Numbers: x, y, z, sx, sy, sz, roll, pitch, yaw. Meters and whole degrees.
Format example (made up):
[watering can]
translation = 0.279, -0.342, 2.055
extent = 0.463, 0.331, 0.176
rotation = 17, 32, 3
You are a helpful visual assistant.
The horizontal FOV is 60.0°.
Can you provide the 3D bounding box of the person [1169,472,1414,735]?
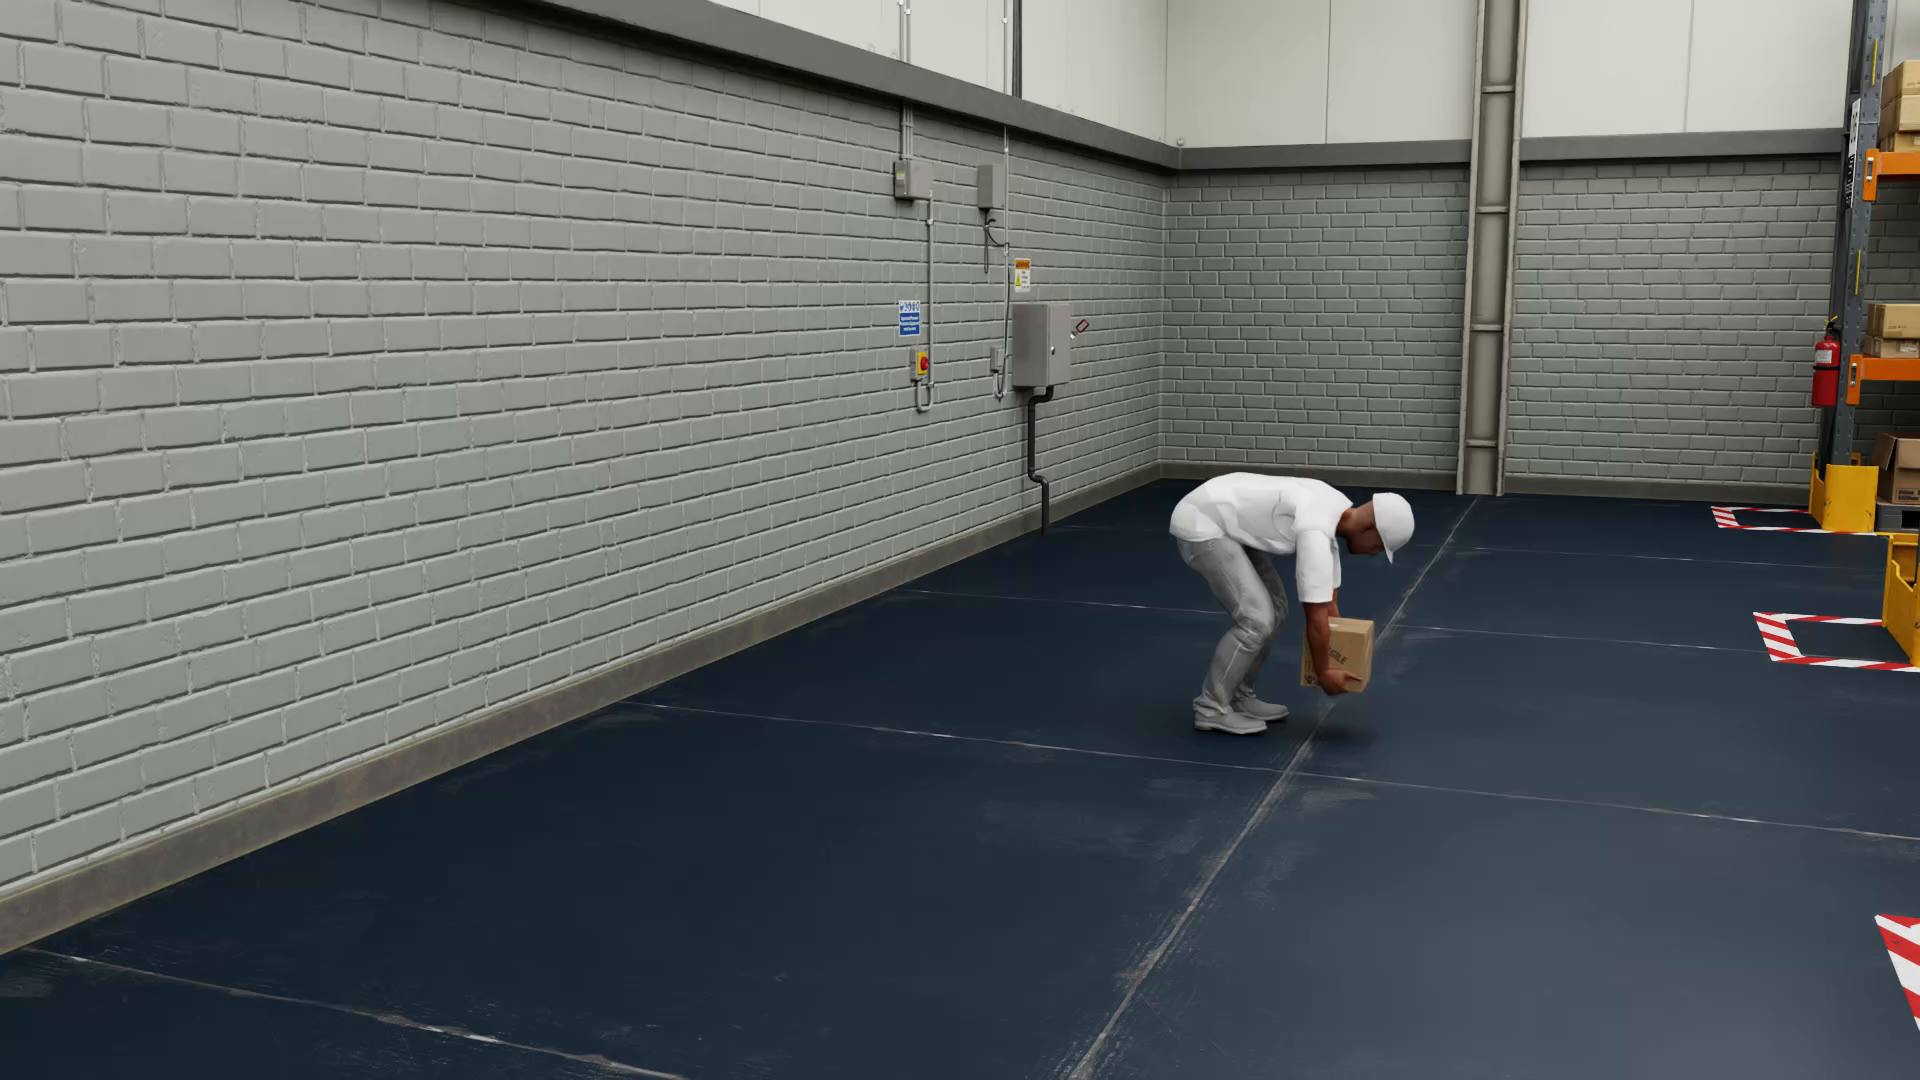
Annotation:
[person]
translation = 1.363, 0.257, 6.896
extent = 0.982, 1.065, 0.491
rotation = 3, 9, 19
